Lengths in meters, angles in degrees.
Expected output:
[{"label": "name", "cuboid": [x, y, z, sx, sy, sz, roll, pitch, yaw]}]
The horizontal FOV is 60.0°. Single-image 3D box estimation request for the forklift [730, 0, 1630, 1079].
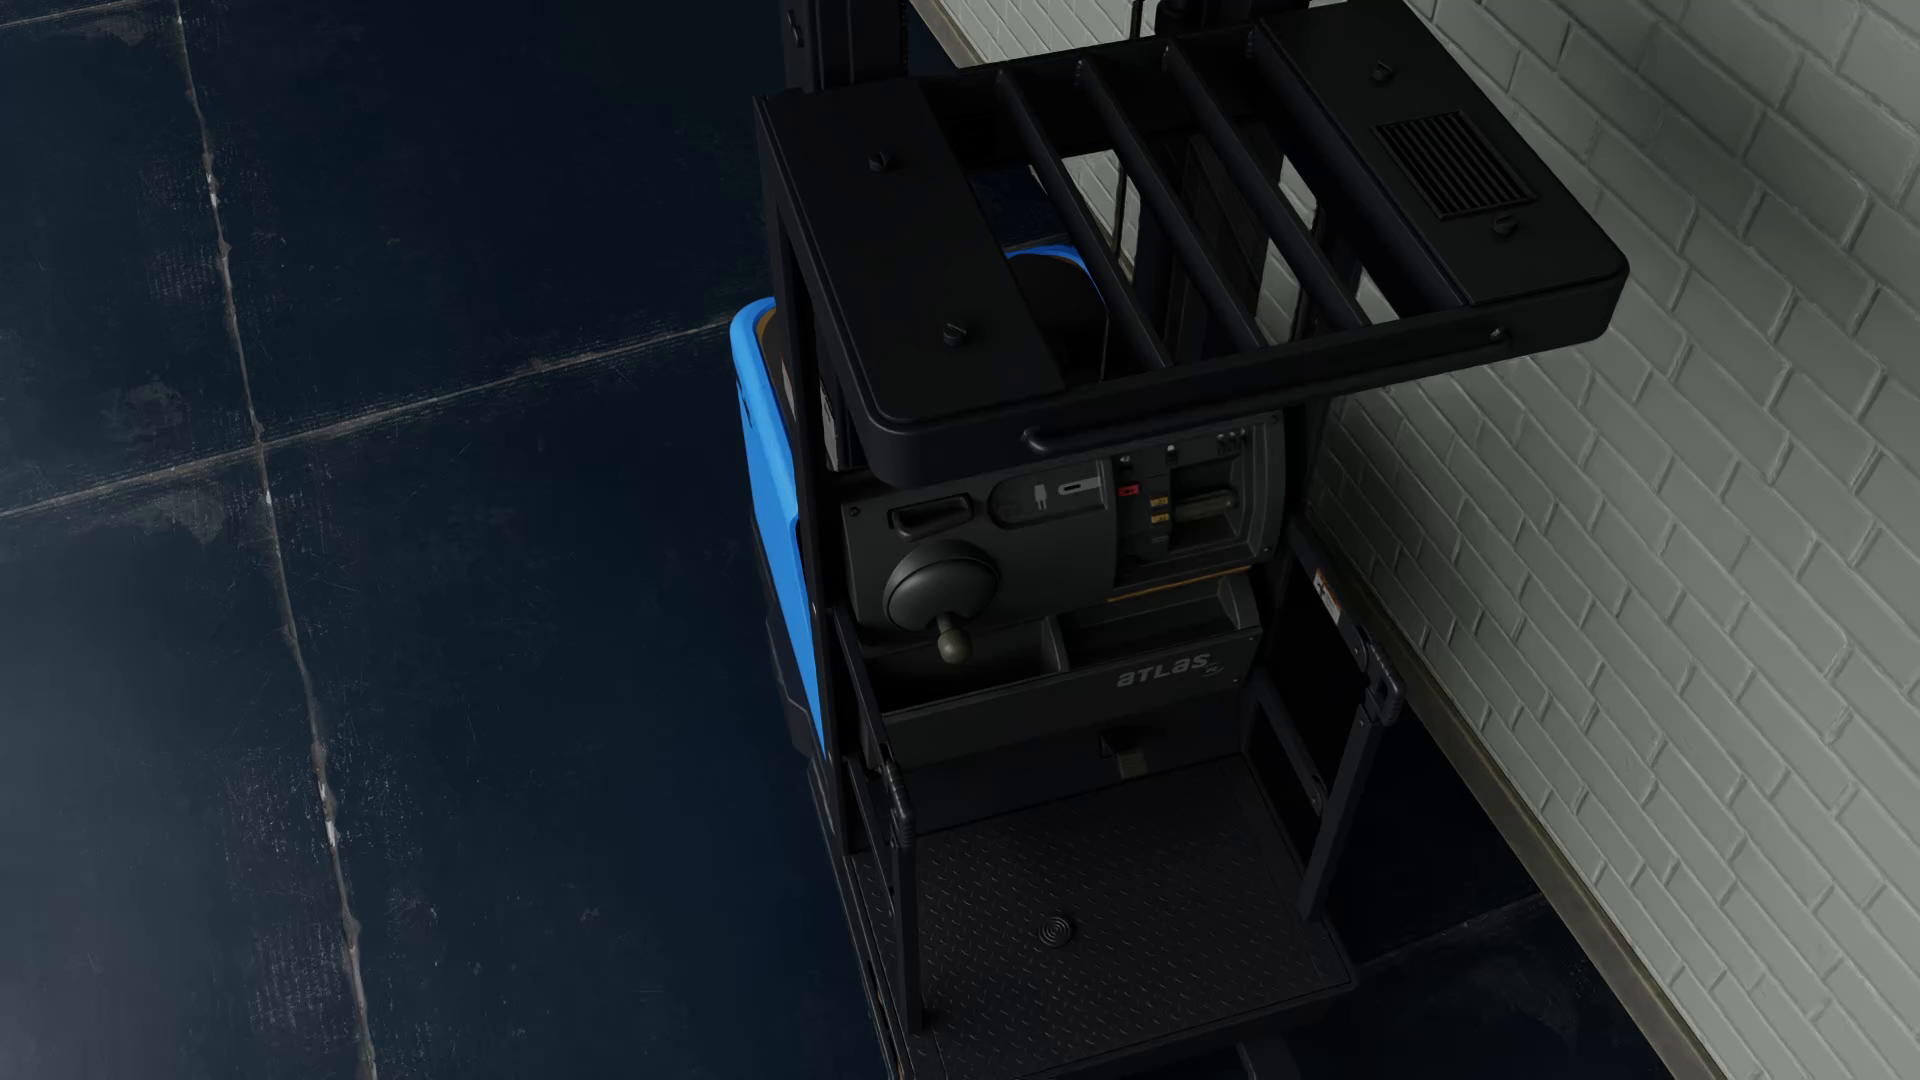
[{"label": "forklift", "cuboid": [0.286, 0.090, 3.241, 1.130, 2.935, 3.031, -13, 51, -11]}]
